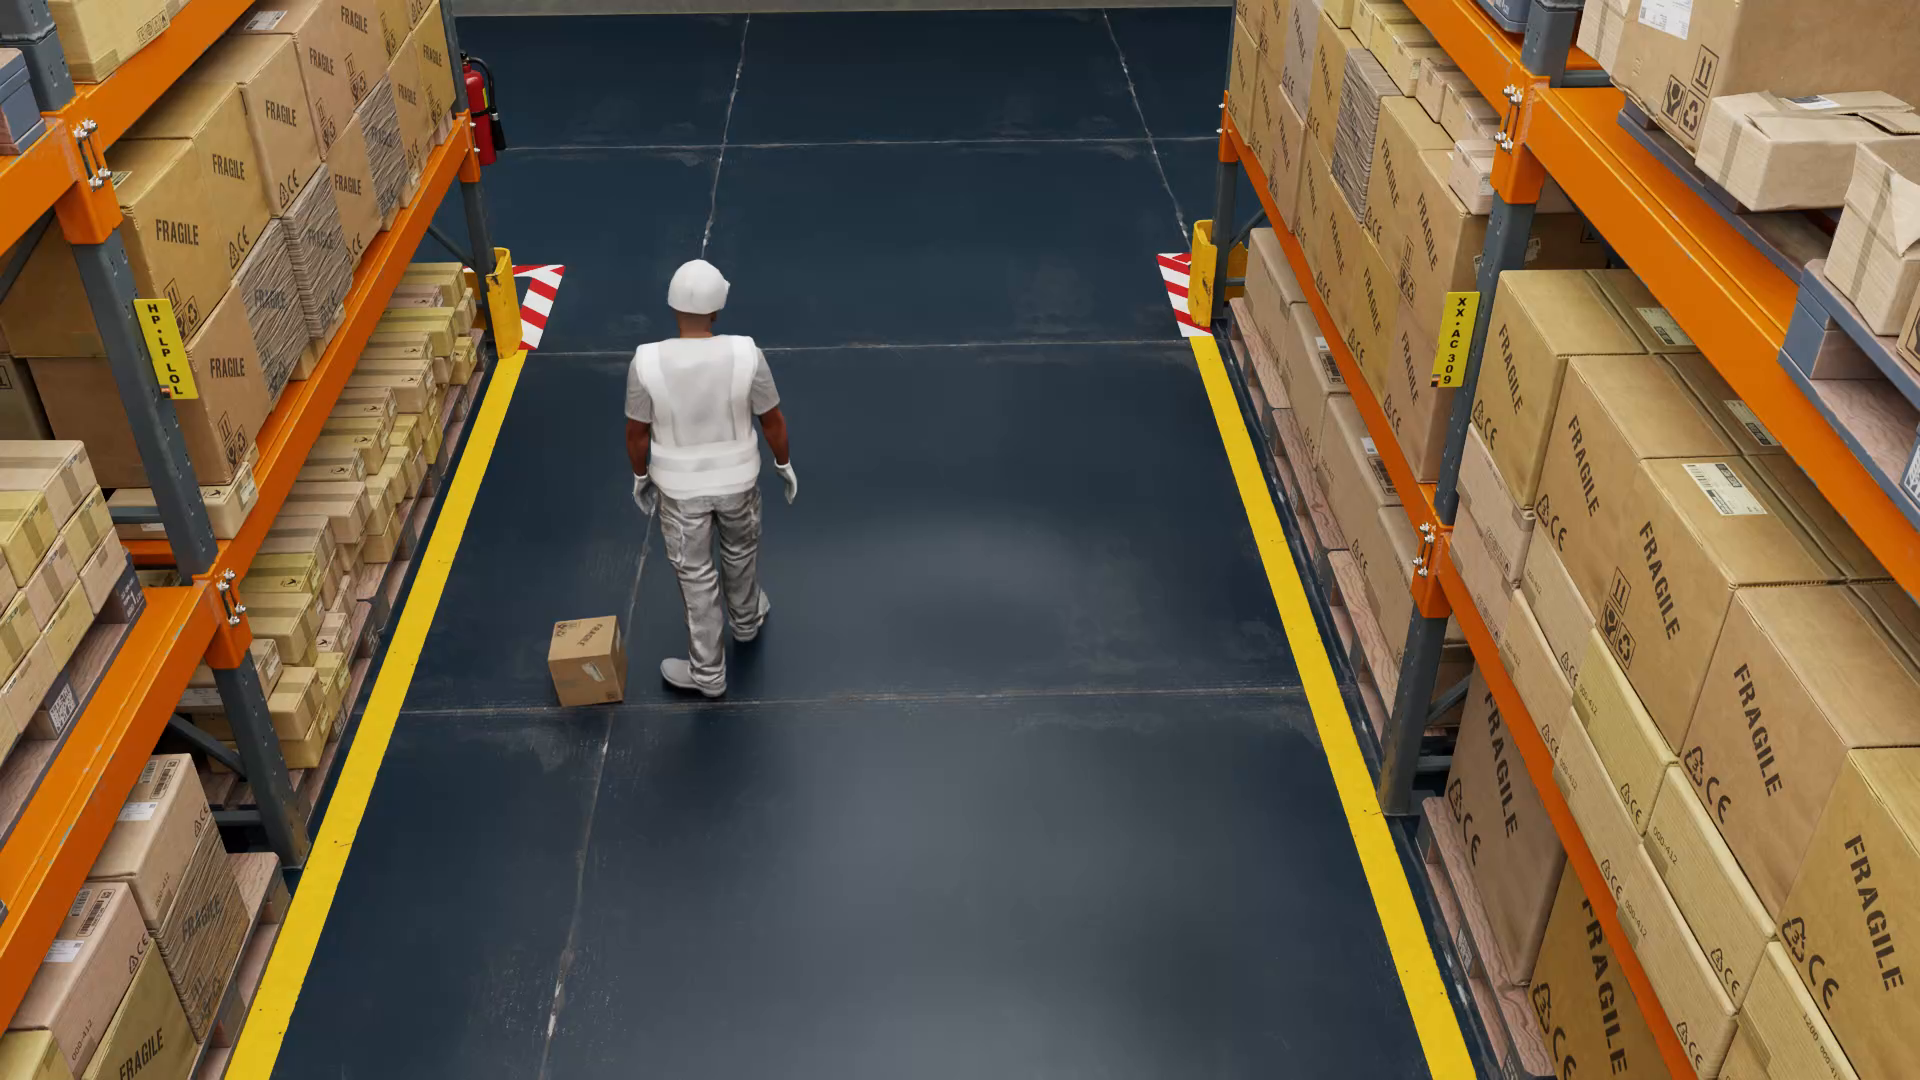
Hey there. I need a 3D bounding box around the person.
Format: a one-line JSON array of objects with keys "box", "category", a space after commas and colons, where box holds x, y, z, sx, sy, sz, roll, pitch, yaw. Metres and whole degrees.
[{"box": [-0.964, -0.262, 6.502, 0.636, 1.789, 0.642, -10, 36, -14], "category": "person"}]
